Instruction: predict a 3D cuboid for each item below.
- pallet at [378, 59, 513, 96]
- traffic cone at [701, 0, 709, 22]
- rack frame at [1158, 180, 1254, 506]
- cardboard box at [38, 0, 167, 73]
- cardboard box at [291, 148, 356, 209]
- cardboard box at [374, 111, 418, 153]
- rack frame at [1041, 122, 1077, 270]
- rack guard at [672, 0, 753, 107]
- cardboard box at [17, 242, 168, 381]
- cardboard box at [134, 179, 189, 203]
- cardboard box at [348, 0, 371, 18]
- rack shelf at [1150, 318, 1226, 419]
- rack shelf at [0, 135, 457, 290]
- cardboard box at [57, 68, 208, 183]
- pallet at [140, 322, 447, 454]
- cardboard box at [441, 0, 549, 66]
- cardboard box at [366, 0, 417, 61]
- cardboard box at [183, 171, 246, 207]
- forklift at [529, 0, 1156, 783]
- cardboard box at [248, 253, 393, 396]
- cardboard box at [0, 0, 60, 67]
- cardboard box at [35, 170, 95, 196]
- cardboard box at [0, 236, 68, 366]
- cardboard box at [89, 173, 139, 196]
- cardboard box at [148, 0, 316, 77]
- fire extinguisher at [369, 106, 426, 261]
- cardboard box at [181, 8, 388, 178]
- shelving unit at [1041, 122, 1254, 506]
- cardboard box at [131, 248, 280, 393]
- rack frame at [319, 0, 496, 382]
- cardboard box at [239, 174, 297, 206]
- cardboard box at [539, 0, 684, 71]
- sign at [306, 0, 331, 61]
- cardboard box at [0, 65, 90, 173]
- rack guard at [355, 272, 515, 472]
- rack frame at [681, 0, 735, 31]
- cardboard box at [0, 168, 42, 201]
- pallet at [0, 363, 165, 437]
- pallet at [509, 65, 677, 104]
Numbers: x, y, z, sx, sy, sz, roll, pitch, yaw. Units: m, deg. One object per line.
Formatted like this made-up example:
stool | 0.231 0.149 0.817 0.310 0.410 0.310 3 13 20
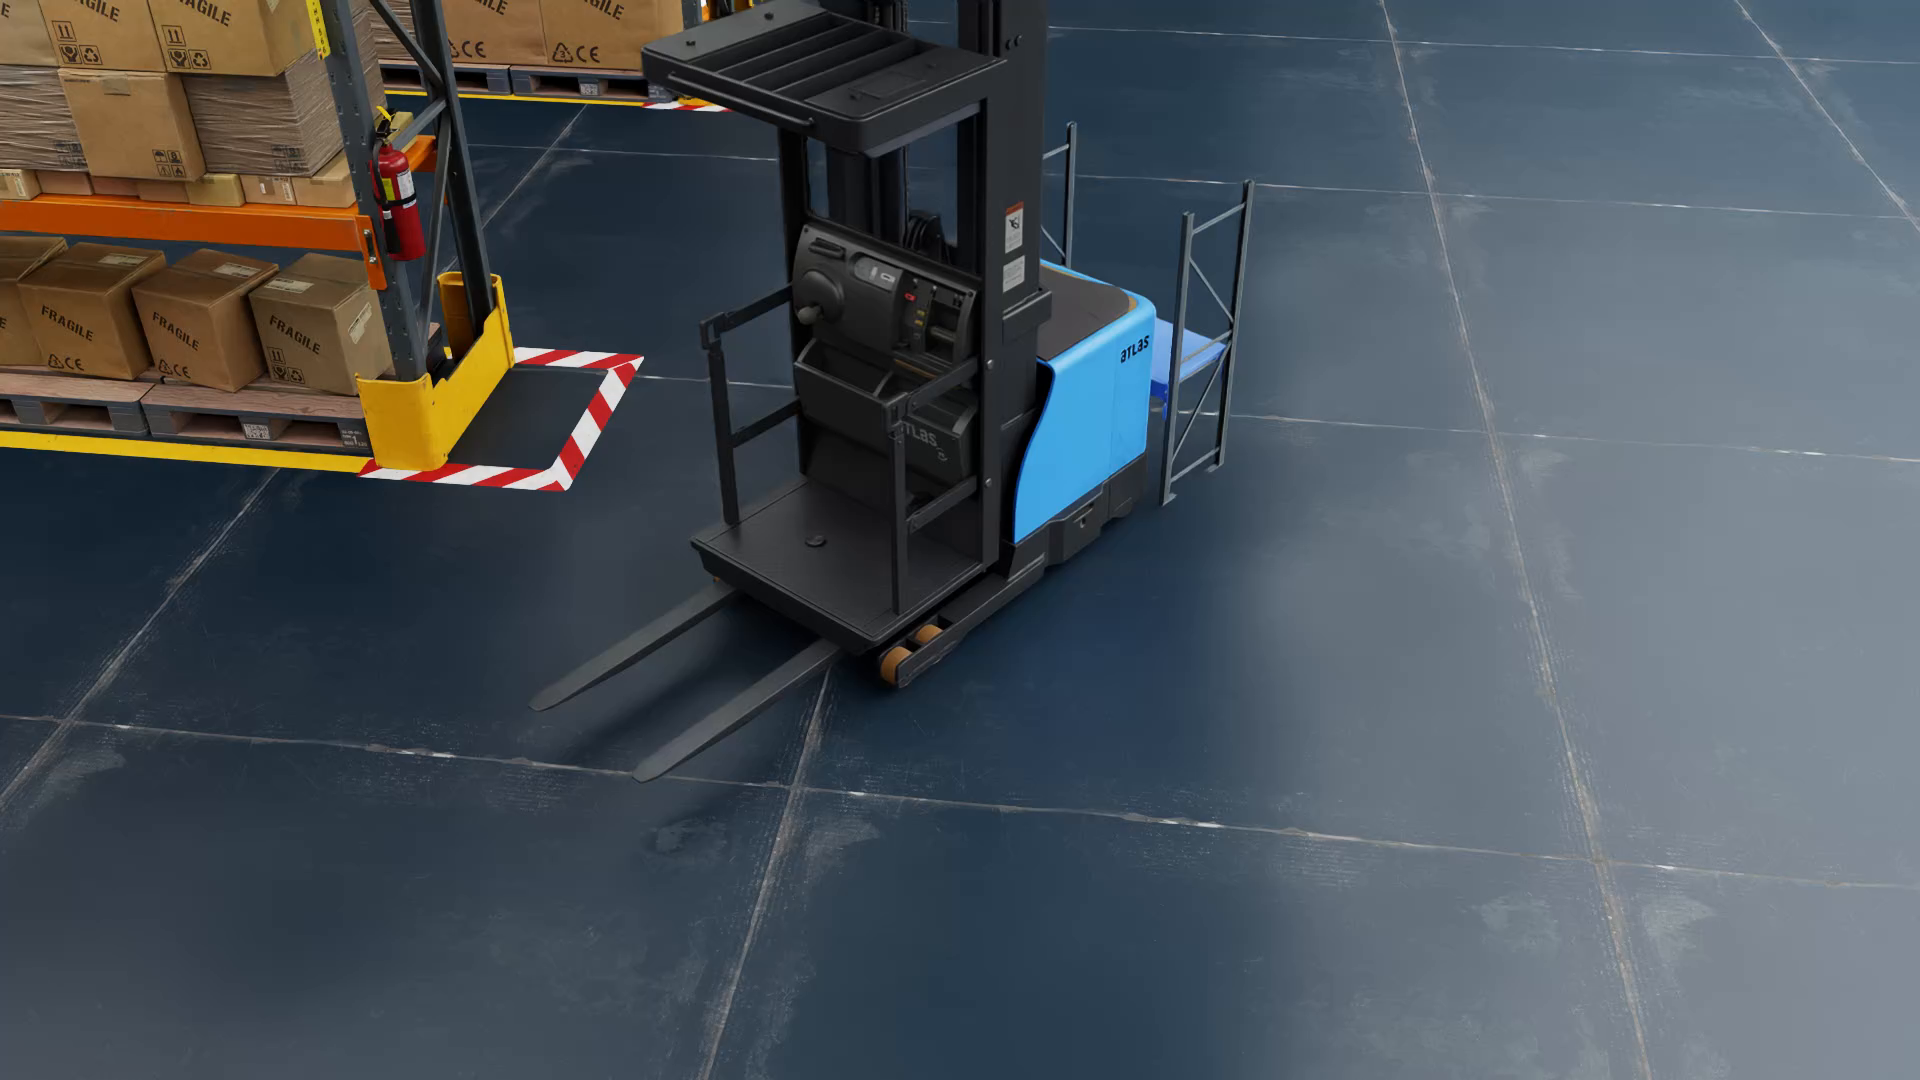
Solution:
pallet | -3.878 -3.720 12.781 1.213 0.211 1.003 4 36 6
traffic cone | -2.214 -4.575 13.761 0.334 0.463 0.336 4 36 6
rack frame | 1.132 -0.887 7.701 0.032 1.500 0.500 28 44 33
cardboard box | -3.674 -2.400 7.328 0.500 0.500 0.500 4 36 6
cardboard box | -2.909 -1.699 7.765 0.250 0.149 0.380 4 36 6
cardboard box | -2.853 -1.955 8.124 0.250 0.149 0.380 4 36 6
rack frame | 0.381 -1.284 8.259 0.032 1.500 0.500 28 44 33
rack guard | -1.844 -3.730 12.547 0.348 0.500 1.175 4 36 6
cardboard box | -4.433 -1.190 8.626 0.500 0.500 0.500 7 36 10
cardboard box | -3.658 -1.734 7.814 0.250 0.149 0.380 4 36 6
cardboard box | -3.111 -2.666 7.700 0.500 0.500 0.500 4 36 6
rack shelf | 0.756 -0.939 8.084 1.000 0.185 0.538 28 44 33
rack shelf | -4.584 -1.754 8.245 4.000 0.370 1.077 4 36 6
cardboard box | -3.654 -2.085 7.748 0.500 0.500 0.875 4 36 6
pallet | -3.477 -0.850 8.760 1.213 0.211 1.003 4 36 6
cardboard box | -3.422 -4.132 12.425 0.875 0.875 0.875 4 36 5
cardboard box | -4.326 -4.200 12.521 0.875 0.875 0.875 5 36 6
cardboard box | -3.412 -1.707 7.776 0.250 0.149 0.380 4 36 6
forklift | -0.447 -0.914 6.507 1.130 2.935 3.031 26 43 32
cardboard box | -3.218 -1.109 8.511 0.500 0.500 0.500 11 37 15
cardboard box | -4.170 -2.438 7.382 0.500 0.500 0.500 4 36 6
cardboard box | -4.151 -1.782 7.881 0.250 0.149 0.380 4 36 6
cardboard box | -4.981 -1.257 8.720 0.500 0.500 0.500 1 36 2
cardboard box | -3.900 -1.777 7.873 0.250 0.149 0.380 4 36 6
cardboard box | -3.177 -2.366 7.281 0.500 0.500 0.500 4 36 6
fire extinguisher | -2.545 -1.594 7.468 0.183 0.674 0.296 4 36 6
cardboard box | -3.142 -2.118 7.793 0.500 0.500 0.875 4 36 6
shelving unit | 0.756 -1.085 7.980 1.048 1.500 0.538 28 44 33
cardboard box | -3.815 -1.133 8.546 0.500 0.500 0.500 14 38 18
rack frame | -2.600 -1.899 7.829 0.127 3.000 1.000 4 36 6
cardboard box | -3.157 -1.718 7.791 0.250 0.149 0.380 4 36 6
cardboard box | -2.549 -4.068 12.335 0.875 0.875 0.875 4 36 6
sign | -2.691 -2.181 6.955 0.005 0.325 0.100 4 36 6
cardboard box | -4.144 -2.147 7.834 0.500 0.500 0.875 4 36 6
rack guard | -2.676 -0.887 8.563 0.348 0.500 1.175 4 36 6
rack frame | -1.868 -4.750 11.823 0.127 3.000 1.000 4 36 6
cardboard box | -4.410 -1.750 7.836 0.250 0.149 0.380 4 36 6
pallet | -4.684 -0.942 8.888 1.213 0.211 1.003 4 36 6
pallet | -2.671 -3.629 12.653 1.213 0.211 1.003 4 36 6
